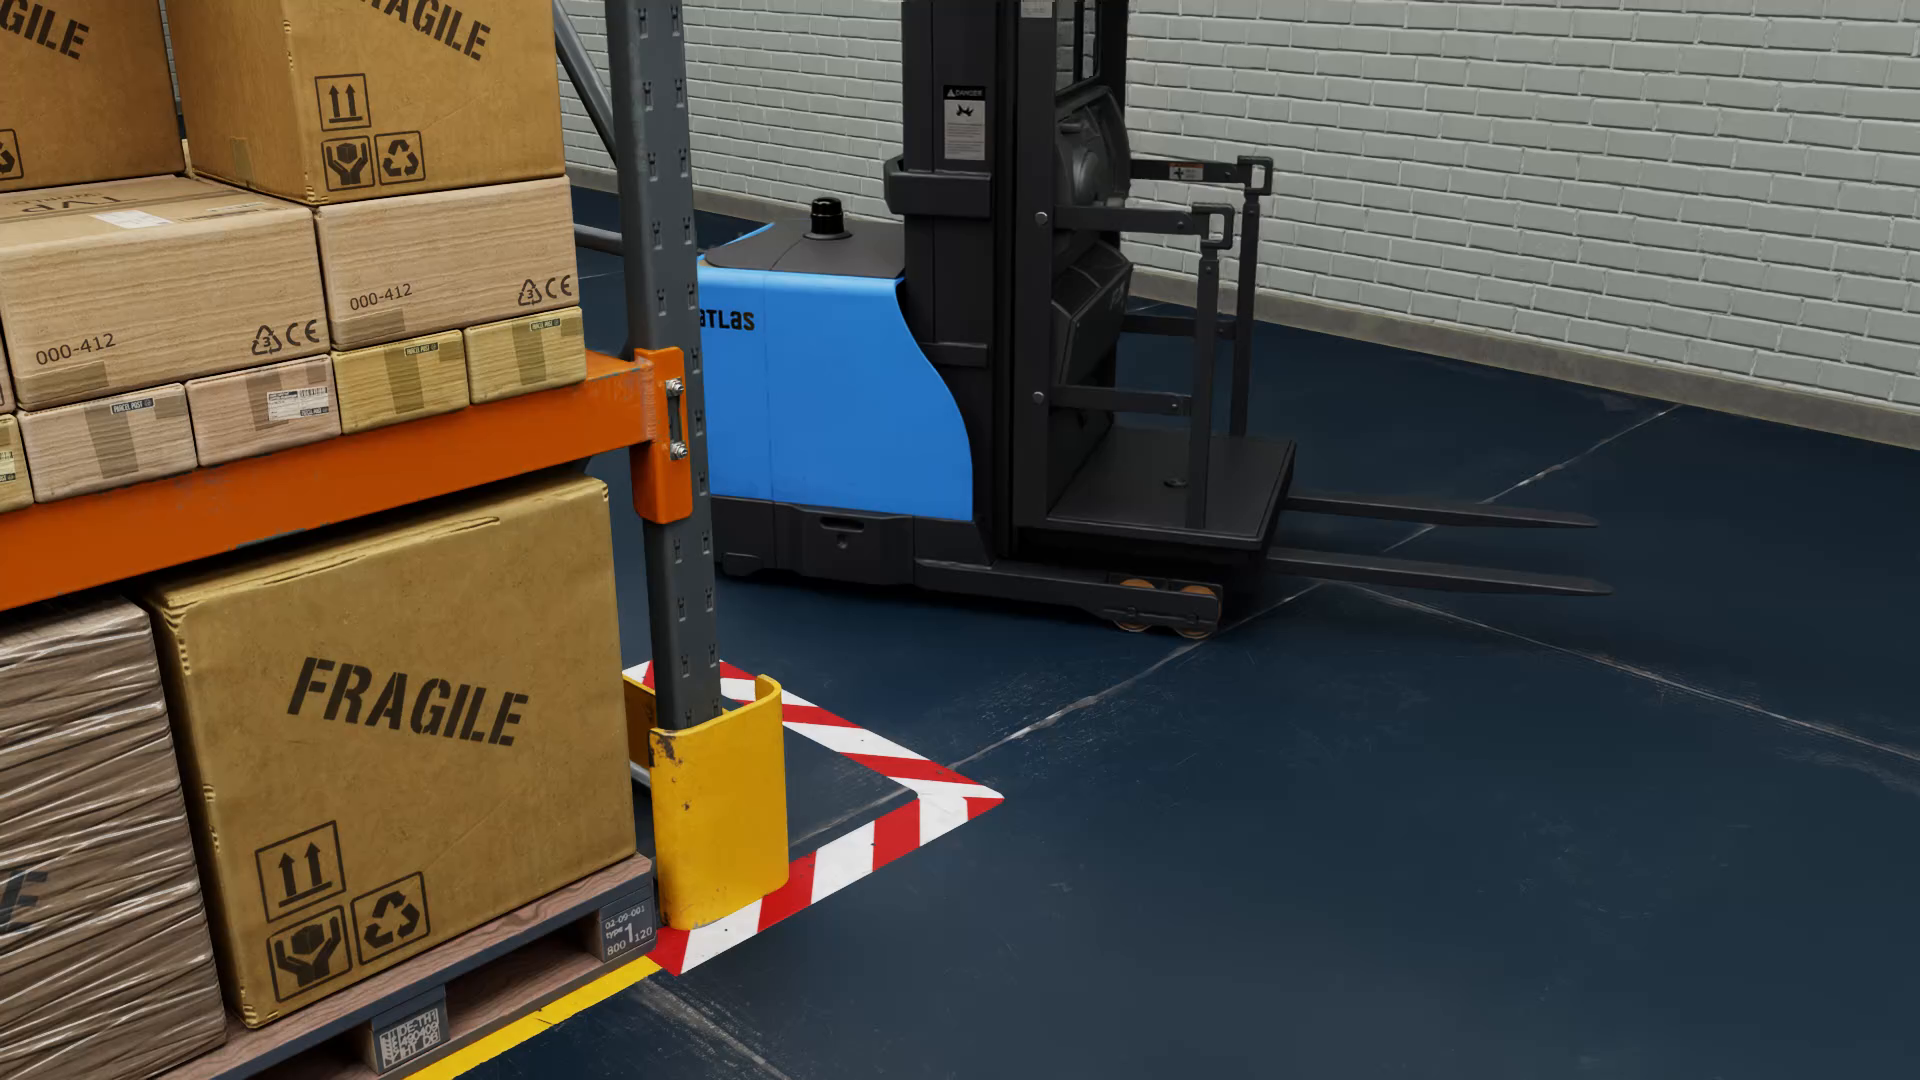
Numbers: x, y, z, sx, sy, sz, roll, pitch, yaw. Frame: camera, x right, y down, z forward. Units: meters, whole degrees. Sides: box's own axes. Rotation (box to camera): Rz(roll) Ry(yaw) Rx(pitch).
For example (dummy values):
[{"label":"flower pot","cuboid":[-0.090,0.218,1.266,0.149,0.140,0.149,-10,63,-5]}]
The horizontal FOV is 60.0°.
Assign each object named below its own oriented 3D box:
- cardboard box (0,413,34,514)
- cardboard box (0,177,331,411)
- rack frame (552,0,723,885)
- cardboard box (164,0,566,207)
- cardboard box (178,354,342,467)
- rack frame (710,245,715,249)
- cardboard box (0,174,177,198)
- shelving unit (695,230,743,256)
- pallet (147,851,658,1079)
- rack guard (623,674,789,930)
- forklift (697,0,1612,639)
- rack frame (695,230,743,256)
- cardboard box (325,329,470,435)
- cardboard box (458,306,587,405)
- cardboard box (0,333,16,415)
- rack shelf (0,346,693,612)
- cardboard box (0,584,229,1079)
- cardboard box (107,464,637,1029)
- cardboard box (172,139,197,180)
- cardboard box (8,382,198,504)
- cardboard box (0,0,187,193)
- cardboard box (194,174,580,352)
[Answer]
[{"label":"cardboard box","cuboid":[-1.660,-0.135,2.595,0.380,0.149,0.250,18,28,39]},{"label":"cardboard box","cuboid":[-1.439,-0.437,2.825,0.500,0.250,0.500,19,28,40]},{"label":"rack frame","cuboid":[-0.936,-0.689,3.687,1.000,3.000,0.127,19,28,41]},{"label":"cardboard box","cuboid":[-1.088,-0.917,3.029,0.500,0.500,0.500,20,29,41]},{"label":"cardboard box","cuboid":[-1.306,-0.266,2.936,0.380,0.149,0.250,19,28,41]},{"label":"rack frame","cuboid":[-0.957,-0.554,6.052,0.200,1.050,0.008,6,22,15]},{"label":"cardboard box","cuboid":[-1.823,-0.567,3.163,0.500,0.250,0.500,19,28,40]},{"label":"shelving unit","cuboid":[-0.923,-0.596,6.161,0.215,1.050,0.252,6,22,15]},{"label":"pallet","cuboid":[-1.438,0.838,3.601,1.003,0.211,1.213,19,28,41]},{"label":"rack guard","cuboid":[-0.920,0.471,4.151,1.175,0.500,0.348,19,28,41]},{"label":"forklift","cuboid":[0.617,-1.267,5.287,3.031,2.935,1.130,6,22,15]},{"label":"rack frame","cuboid":[-0.888,-0.638,6.270,0.200,1.050,0.008,6,22,15]},{"label":"cardboard box","cuboid":[-1.129,-0.331,3.104,0.380,0.149,0.250,20,28,41]},{"label":"cardboard box","cuboid":[-0.949,-0.398,3.279,0.250,0.149,0.380,-20,28,-41]},{"label":"cardboard box","cuboid":[-1.793,-0.306,2.484,0.500,0.250,0.500,18,27,39]},{"label":"rack shelf","cuboid":[-2.332,0.161,2.478,1.077,0.370,4.000,19,28,41]},{"label":"cardboard box","cuboid":[-1.960,0.525,2.904,0.875,0.875,0.875,19,28,41]},{"label":"cardboard box","cuboid":[-1.326,0.291,3.513,0.875,0.875,0.875,19,28,41]},{"label":"cardboard box","cuboid":[-1.465,-0.702,3.515,0.500,0.250,0.500,18,28,39]},{"label":"cardboard box","cuboid":[-1.481,-0.202,2.770,0.250,0.149,0.380,-20,28,-41]},{"label":"cardboard box","cuboid":[-1.813,-0.924,3.046,0.500,0.500,0.500,18,28,39]},{"label":"cardboard box","cuboid":[-1.084,-0.567,3.163,0.500,0.250,0.500,19,28,40]}]
